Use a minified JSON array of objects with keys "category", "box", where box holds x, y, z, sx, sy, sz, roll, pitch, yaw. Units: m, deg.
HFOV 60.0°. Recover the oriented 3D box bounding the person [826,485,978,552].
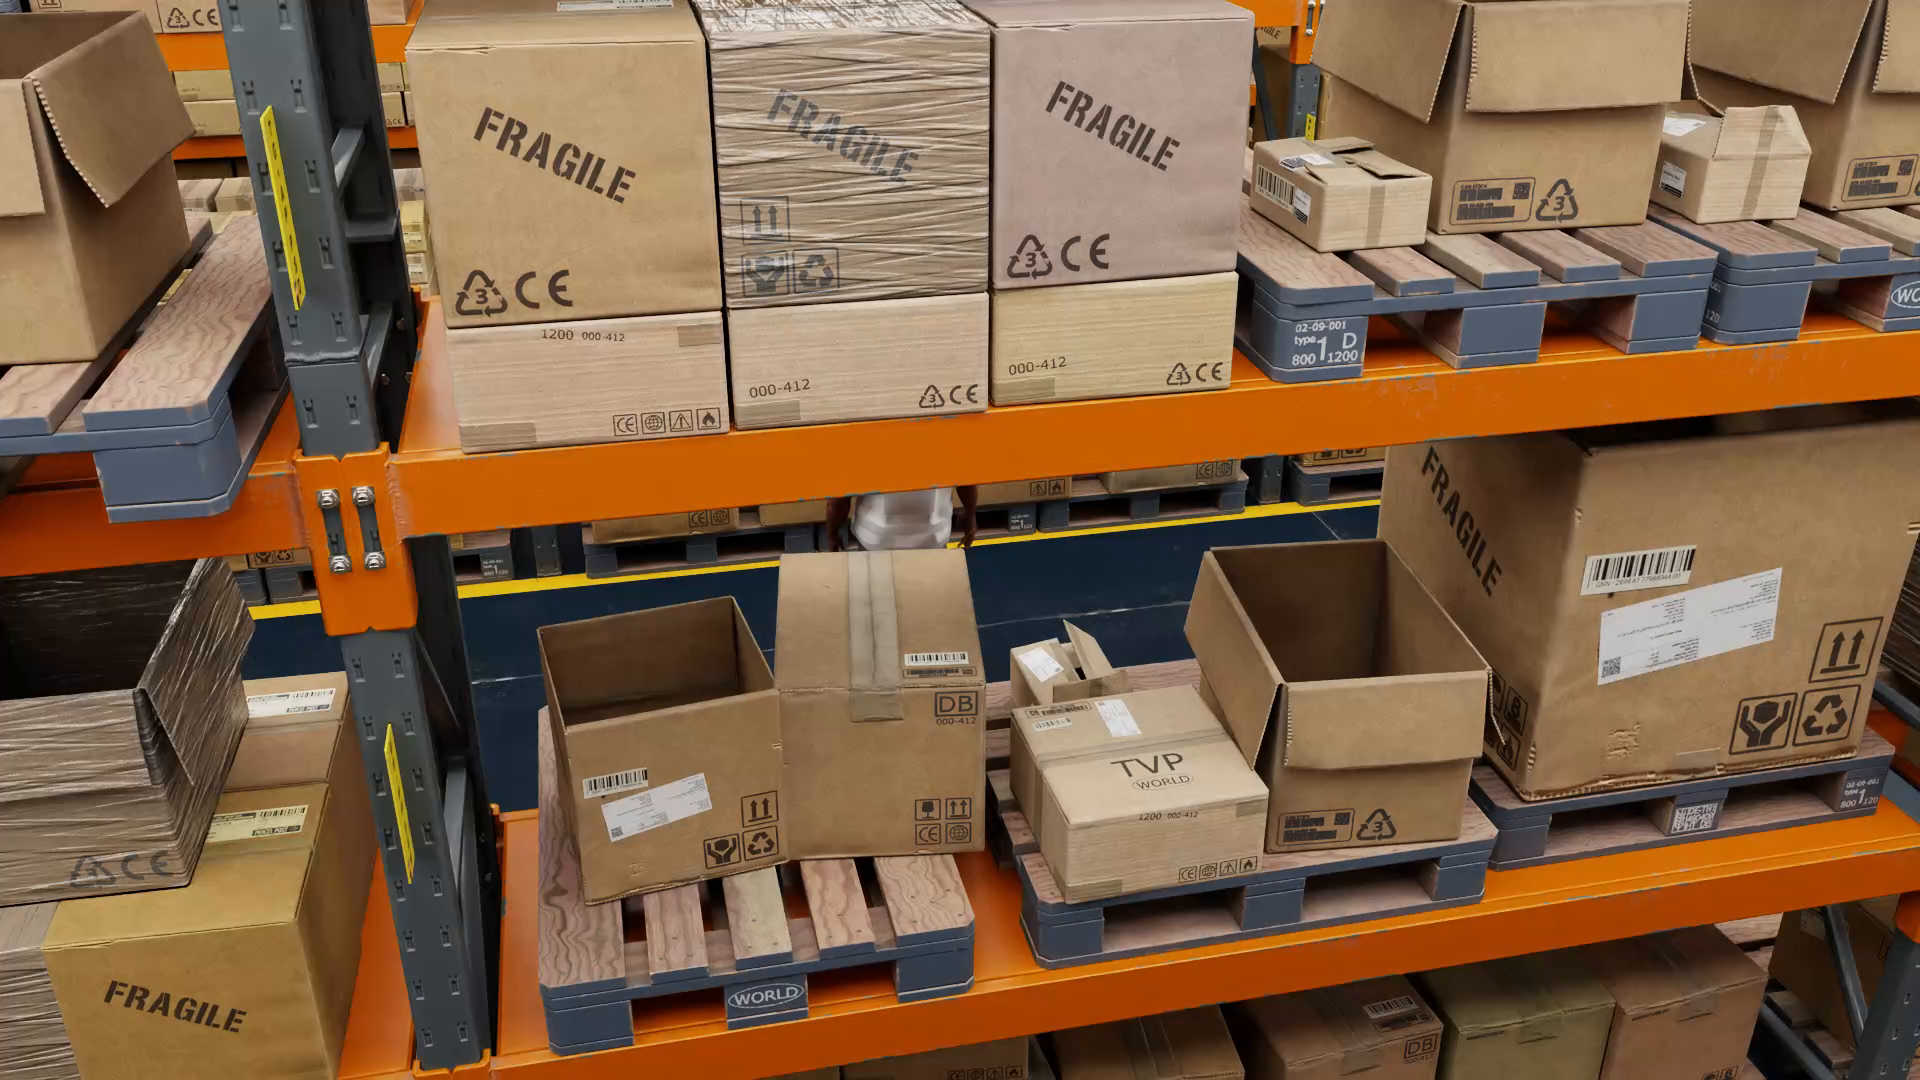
[{"category":"person","box":[-0.261,-0.063,7.200,0.665,1.761,0.575,-6,27,-12]}]
